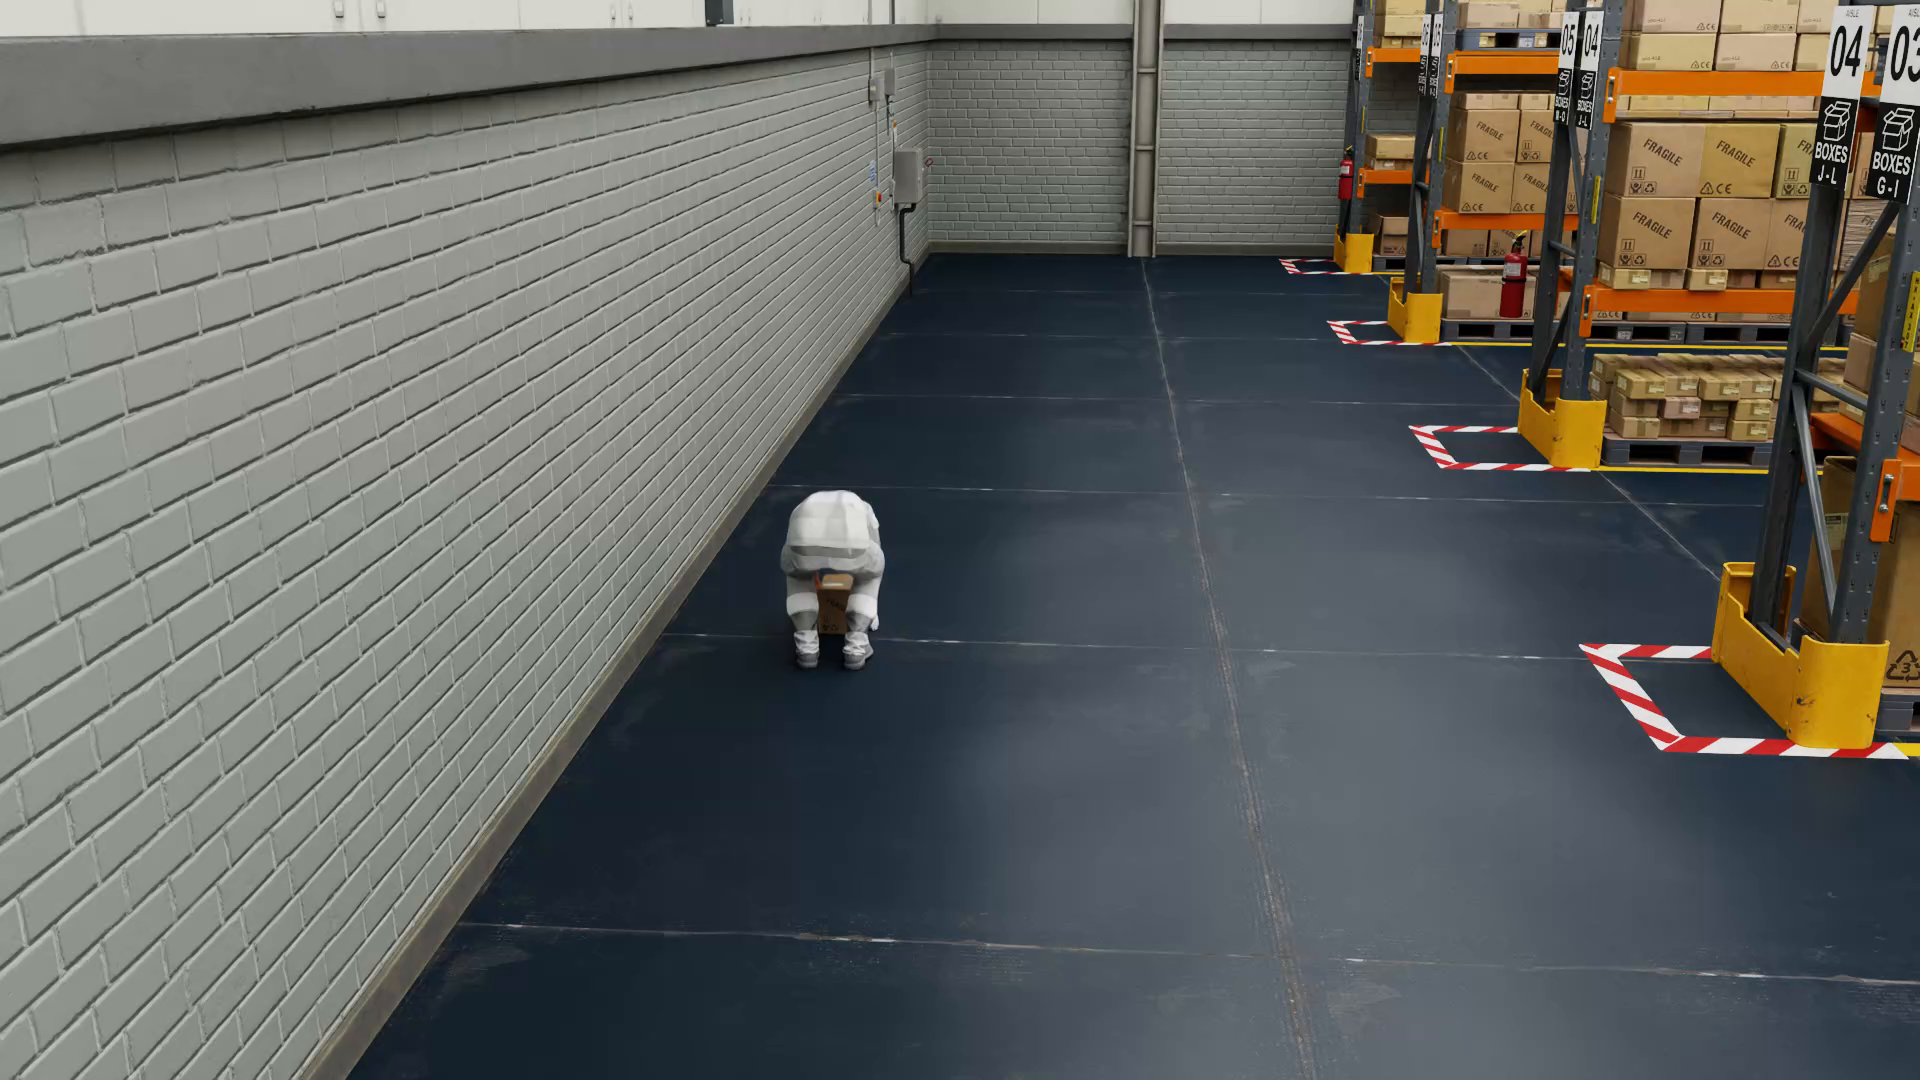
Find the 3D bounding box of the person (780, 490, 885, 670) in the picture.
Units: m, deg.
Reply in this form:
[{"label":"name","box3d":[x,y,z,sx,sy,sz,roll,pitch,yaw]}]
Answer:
[{"label":"person","box3d":[-0.649,0.145,8.558,0.535,0.915,0.956,1,17,2]}]
